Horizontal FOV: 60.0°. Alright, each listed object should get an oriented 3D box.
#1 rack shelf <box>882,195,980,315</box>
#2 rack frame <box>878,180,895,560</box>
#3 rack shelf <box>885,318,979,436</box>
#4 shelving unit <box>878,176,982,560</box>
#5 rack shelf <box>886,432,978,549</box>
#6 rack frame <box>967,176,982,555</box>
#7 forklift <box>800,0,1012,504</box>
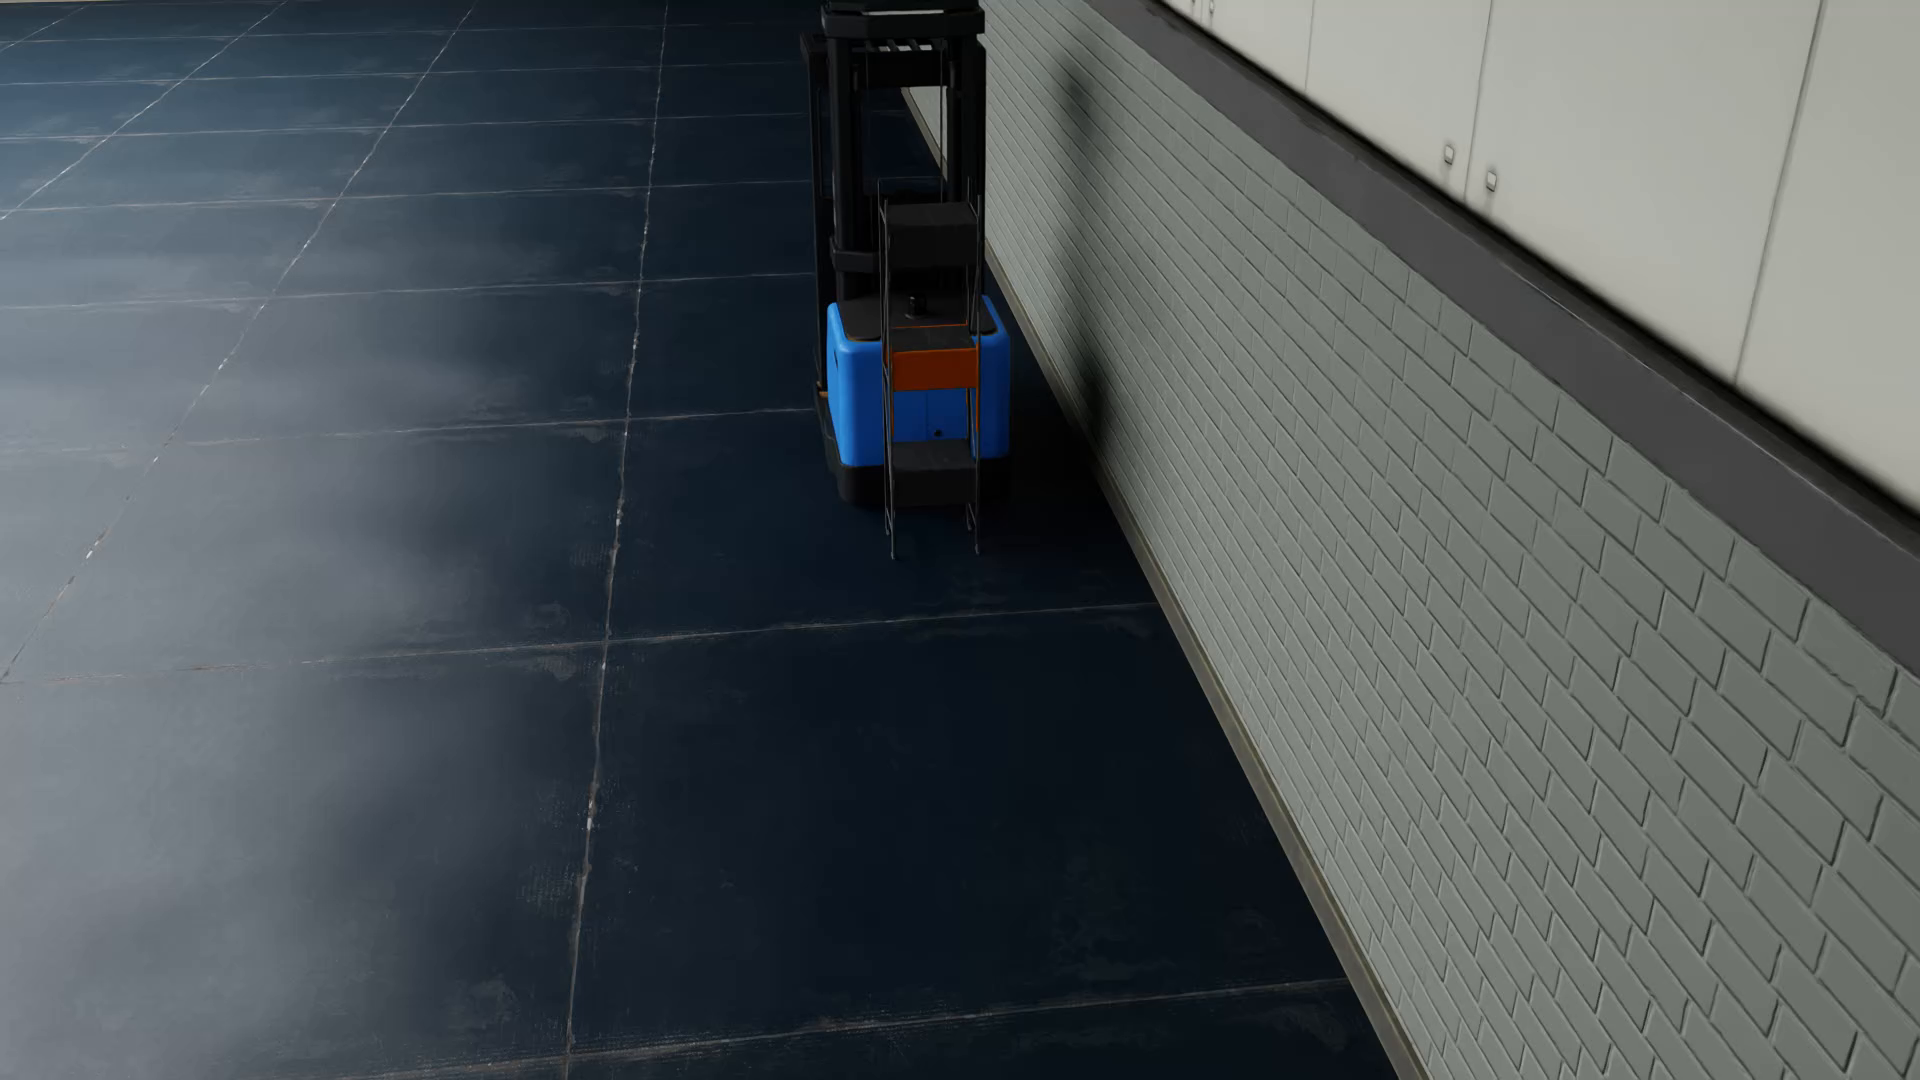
[{"bbox_3d":[-0.164,-1.534,8.937,0.480,0.518,0.431,-4,27,-7],"label":"rack shelf"},{"bbox_3d":[-0.406,-0.908,9.220,0.015,2.100,0.400,-4,27,-7],"label":"rack frame"},{"bbox_3d":[-0.164,-0.912,9.256,0.480,0.518,0.431,-4,27,-7],"label":"rack shelf"},{"bbox_3d":[-0.164,-0.924,9.250,0.503,2.100,0.431,-4,27,-7],"label":"shelving unit"},{"bbox_3d":[-0.164,-0.289,9.576,0.480,0.518,0.431,-4,27,-7],"label":"rack shelf"},{"bbox_3d":[0.078,-0.939,9.280,0.015,2.100,0.400,-4,27,-7],"label":"rack frame"},{"bbox_3d":[-0.421,-2.171,10.771,1.130,2.935,3.031,-4,27,-8],"label":"forklift"}]
